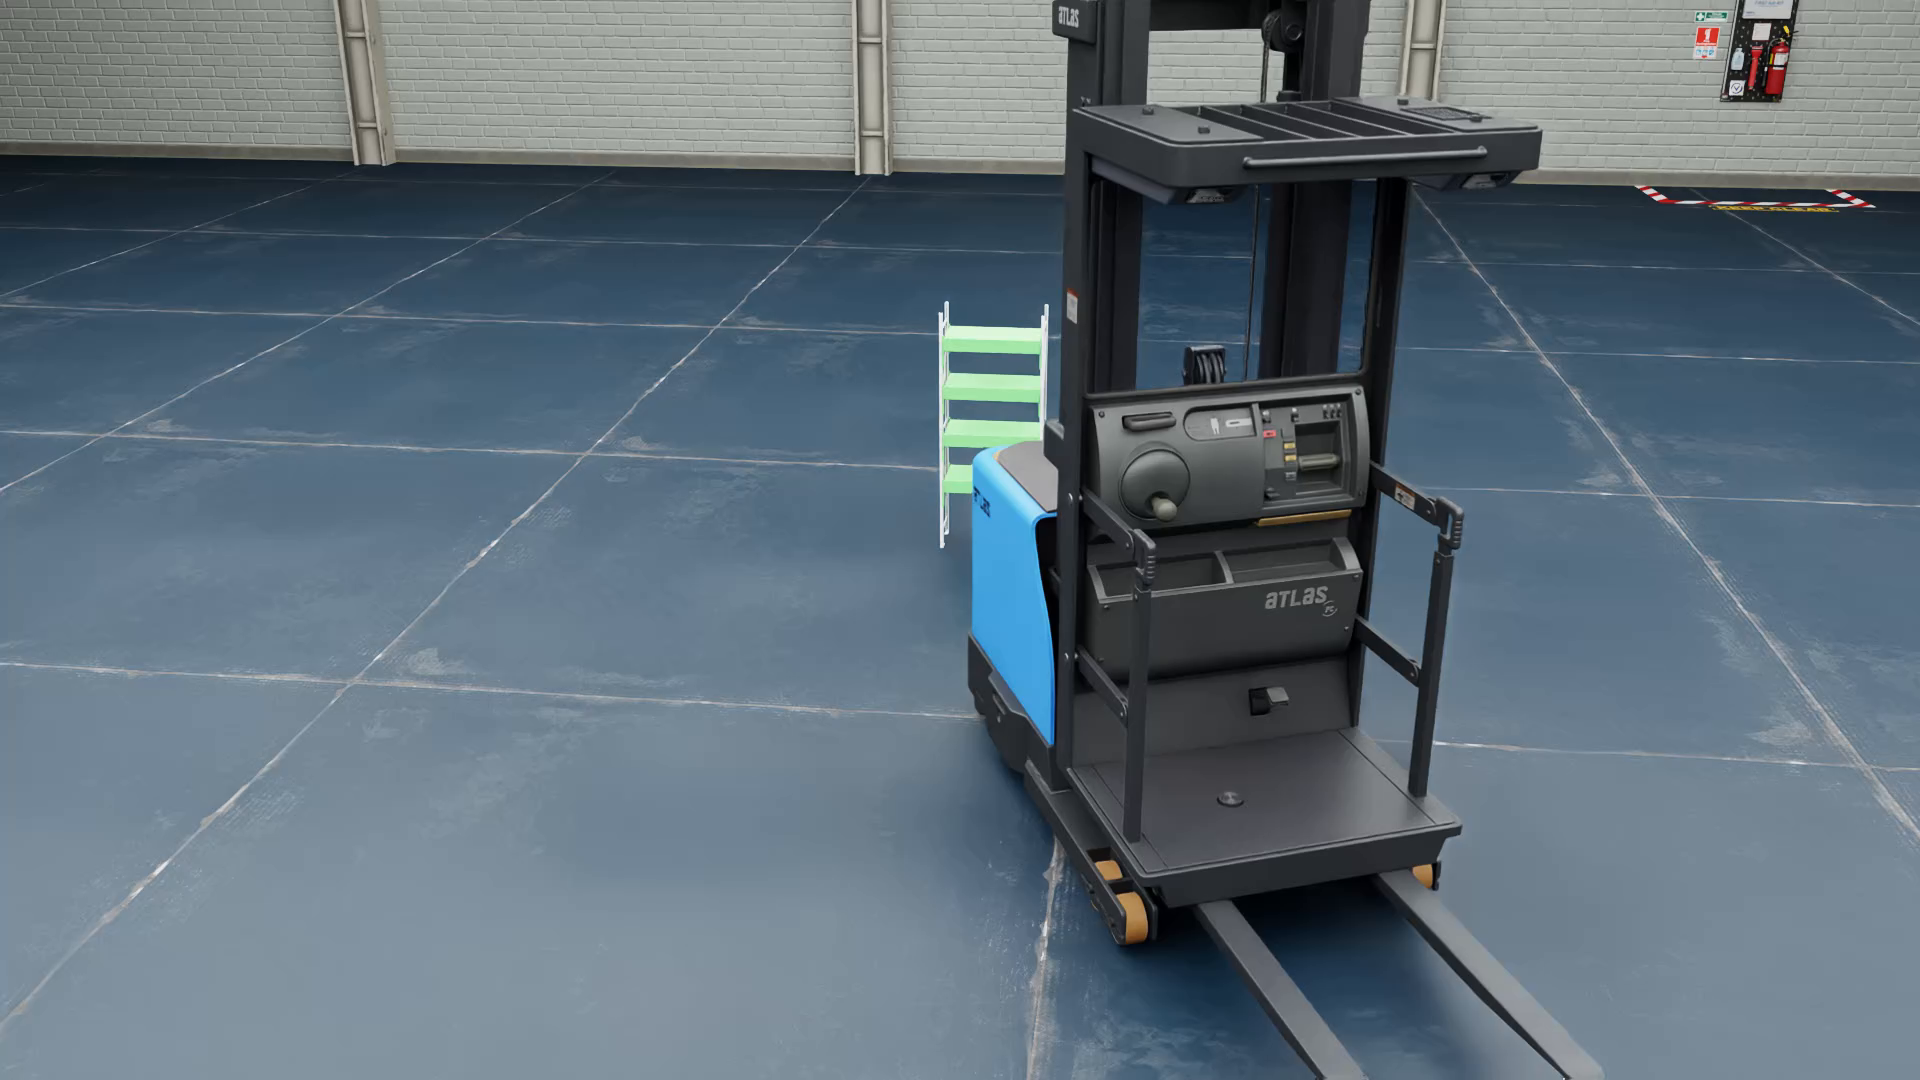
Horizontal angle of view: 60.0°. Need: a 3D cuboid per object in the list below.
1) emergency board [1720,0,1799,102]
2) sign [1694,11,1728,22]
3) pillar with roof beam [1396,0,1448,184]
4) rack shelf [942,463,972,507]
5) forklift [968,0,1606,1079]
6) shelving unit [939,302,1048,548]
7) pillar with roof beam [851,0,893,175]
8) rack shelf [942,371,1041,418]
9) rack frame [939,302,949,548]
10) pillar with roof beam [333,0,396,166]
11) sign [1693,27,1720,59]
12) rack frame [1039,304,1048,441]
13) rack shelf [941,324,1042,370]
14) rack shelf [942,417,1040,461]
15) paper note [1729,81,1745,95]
[{"bbox_3d":[8.482,-5.214,17.549,0.643,1.169,0.194,2,22,6],"label":"emergency board"},{"bbox_3d":[7.949,-5.536,17.592,0.331,0.109,0.001,2,22,6],"label":"sign"},{"bbox_3d":[4.467,-6.571,12.822,0.400,9.000,9.100,2,22,6],"label":"pillar with roof beam"},{"bbox_3d":[0.164,-0.268,8.313,0.480,0.148,0.258,2,22,6],"label":"rack shelf"},{"bbox_3d":[0.930,-0.251,5.089,1.130,2.935,3.031,-6,22,-15],"label":"forklift"},{"bbox_3d":[0.164,-0.551,8.201,0.503,1.200,0.258,2,22,6],"label":"shelving unit"},{"bbox_3d":[-1.492,-6.831,13.478,0.400,9.000,9.100,2,22,6],"label":"pillar with roof beam"},{"bbox_3d":[0.164,-0.715,8.136,0.480,0.148,0.258,2,22,6],"label":"rack shelf"},{"bbox_3d":[-0.078,-0.561,8.228,0.015,1.200,0.240,2,22,6],"label":"rack frame"},{"bbox_3d":[-7.450,-7.091,14.135,0.400,9.000,9.100,2,22,6],"label":"pillar with roof beam"},{"bbox_3d":[7.945,-5.293,17.699,0.234,0.329,0.001,2,22,6],"label":"sign"},{"bbox_3d":[0.407,-0.540,8.174,0.015,1.200,0.240,2,22,6],"label":"rack frame"},{"bbox_3d":[0.164,-0.938,8.048,0.480,0.148,0.258,2,22,6],"label":"rack shelf"},{"bbox_3d":[0.164,-0.491,8.225,0.480,0.148,0.258,2,22,6],"label":"rack shelf"},{"bbox_3d":[8.314,-4.838,17.794,0.142,0.148,0.016,2,22,6],"label":"paper note"}]
